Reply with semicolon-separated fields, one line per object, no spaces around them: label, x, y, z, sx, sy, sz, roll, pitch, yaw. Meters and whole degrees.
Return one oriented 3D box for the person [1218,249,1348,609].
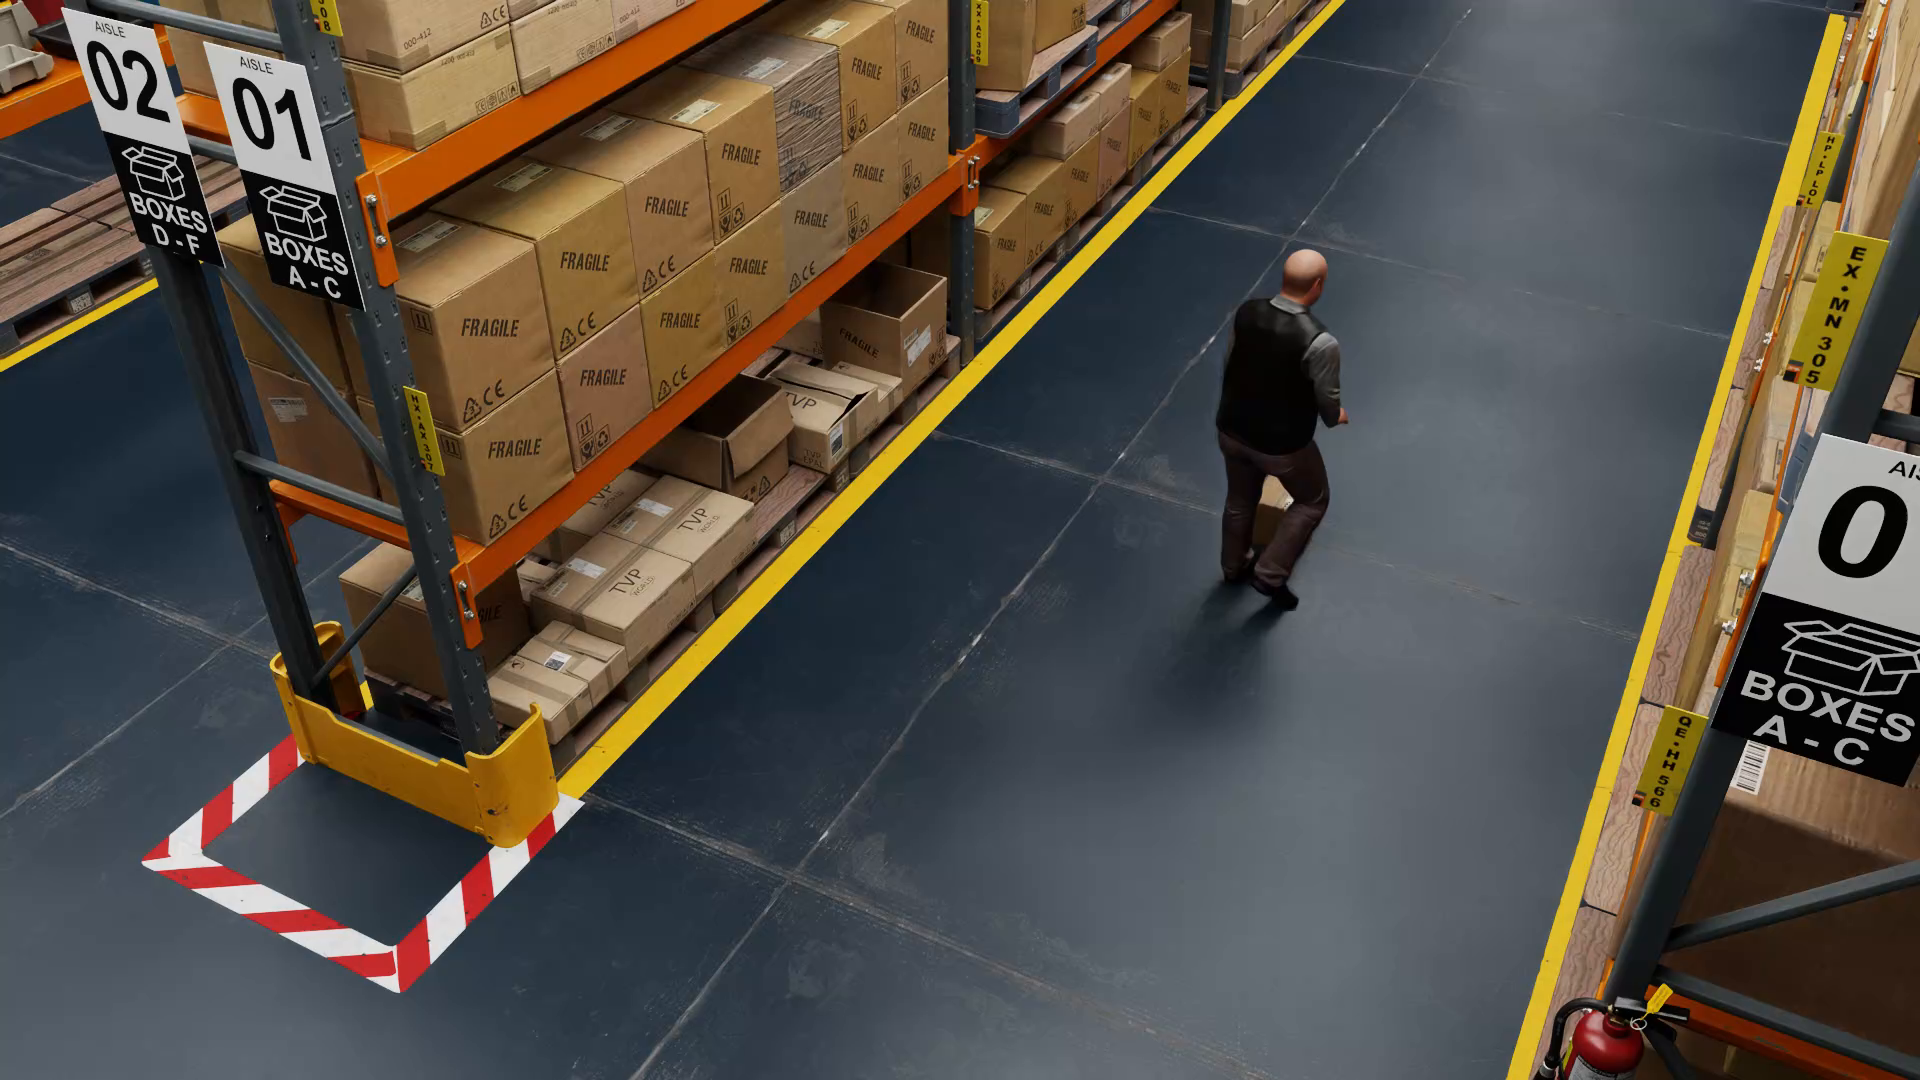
person;1.427;-0.489;7.407;0.553;1.738;0.534;30;47;33
